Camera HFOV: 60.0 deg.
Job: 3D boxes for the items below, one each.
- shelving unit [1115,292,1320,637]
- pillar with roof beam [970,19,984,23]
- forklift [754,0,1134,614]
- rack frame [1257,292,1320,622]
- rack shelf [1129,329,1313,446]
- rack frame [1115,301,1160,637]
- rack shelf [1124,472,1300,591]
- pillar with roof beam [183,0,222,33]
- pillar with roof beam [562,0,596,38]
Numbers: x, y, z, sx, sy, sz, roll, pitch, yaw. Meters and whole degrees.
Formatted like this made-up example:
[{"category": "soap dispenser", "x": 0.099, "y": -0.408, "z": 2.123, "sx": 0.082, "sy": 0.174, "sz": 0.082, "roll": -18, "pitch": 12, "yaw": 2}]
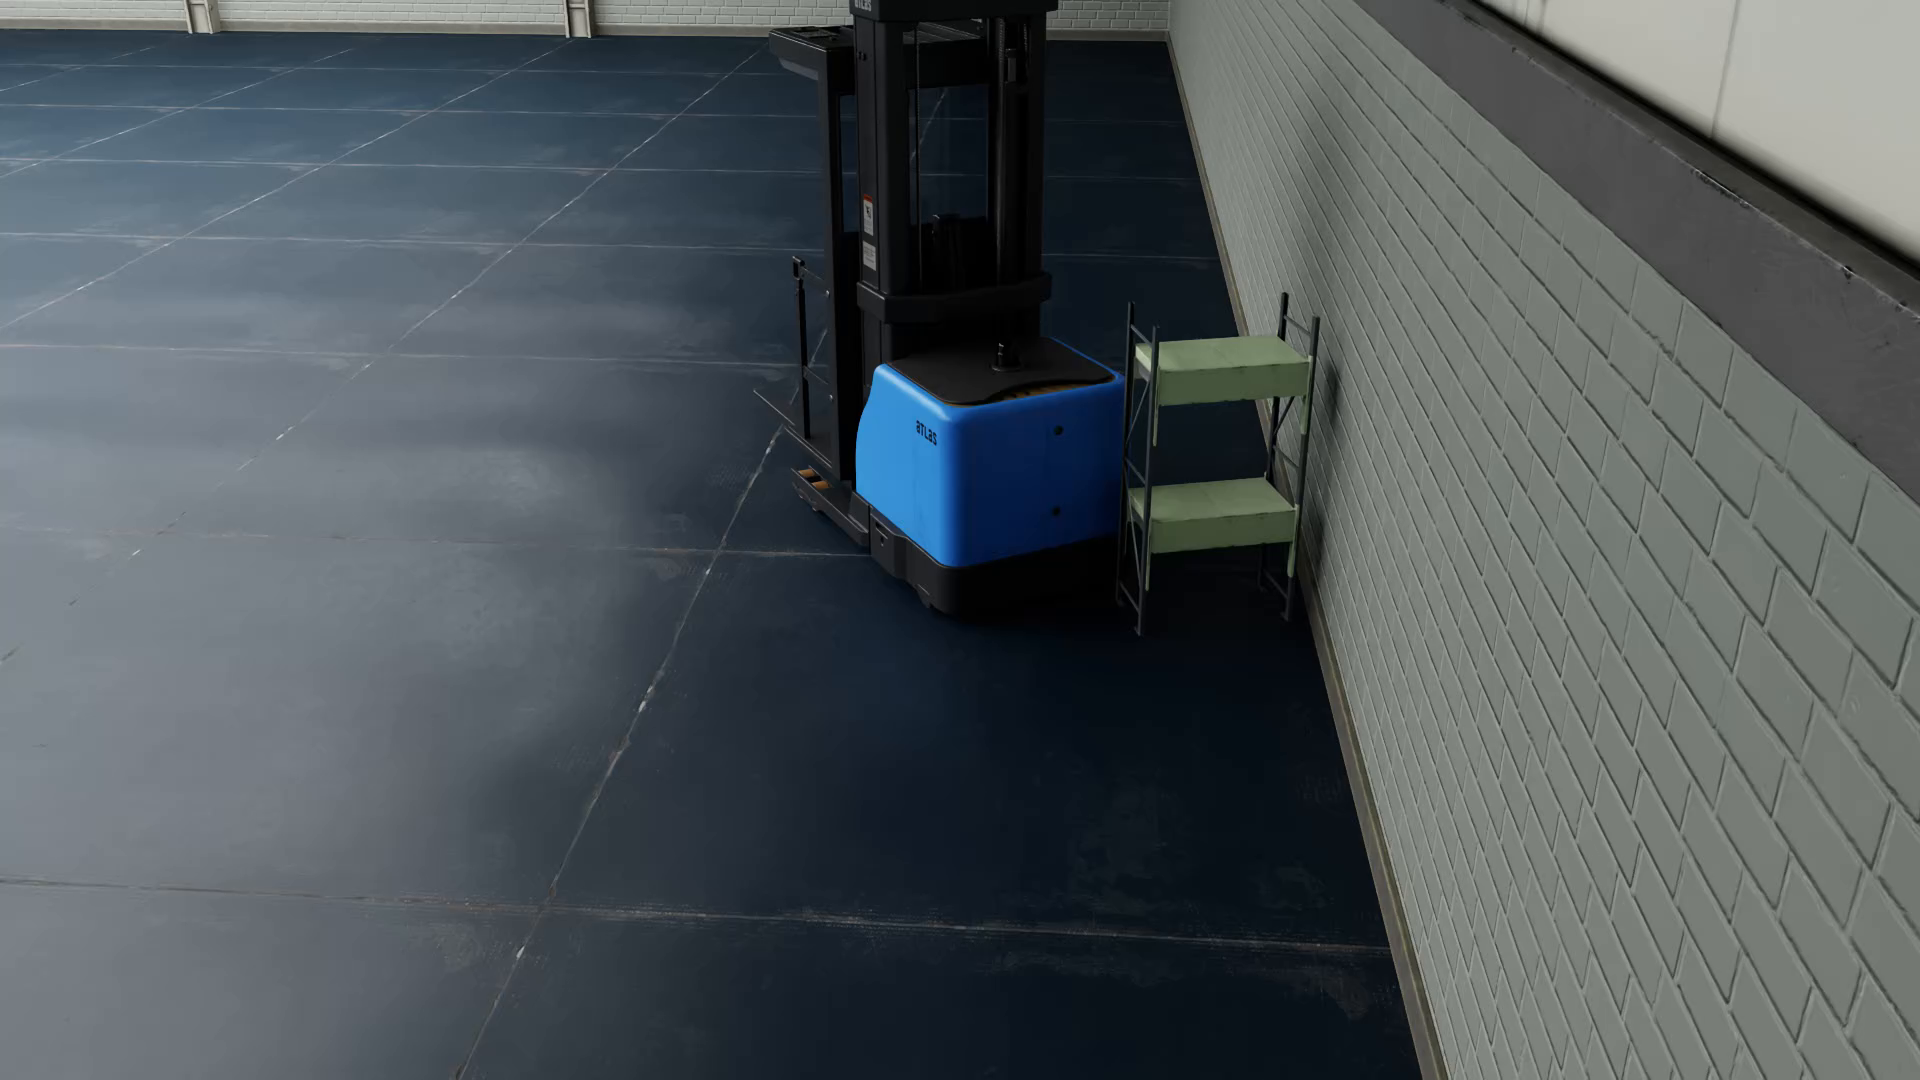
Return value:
[{"category": "shelving unit", "x": 1.168, "y": -0.343, "z": 7.701, "sx": 0.755, "sy": 1.500, "sz": 0.431, "roll": -5, "pitch": 25, "yaw": -11}, {"category": "pillar with roof beam", "x": -0.184, "y": -9.872, "z": 19.438, "sx": 0.400, "sy": 9.000, "sz": 9.100, "roll": 2, "pitch": 25, "yaw": 4}, {"category": "forklift", "x": -0.284, "y": -1.563, "z": 8.641, "sx": 1.130, "sy": 2.935, "sz": 3.031, "roll": -12, "pitch": 27, "yaw": -25}, {"category": "rack frame", "x": 1.527, "y": -0.374, "z": 7.768, "sx": 0.023, "sy": 1.500, "sz": 0.400, "roll": -5, "pitch": 25, "yaw": -11}, {"category": "rack shelf", "x": 1.168, "y": -0.697, "z": 7.538, "sx": 0.720, "sy": 0.370, "sz": 0.431, "roll": -5, "pitch": 25, "yaw": -11}, {"category": "rack frame", "x": 0.810, "y": -0.312, "z": 7.634, "sx": 0.023, "sy": 1.500, "sz": 0.400, "roll": -5, "pitch": 25, "yaw": -11}, {"category": "rack shelf", "x": 1.168, "y": -0.047, "z": 7.837, "sx": 0.720, "sy": 0.370, "sz": 0.431, "roll": -5, "pitch": 25, "yaw": -11}, {"category": "pillar with roof beam", "x": -12.148, "y": -10.256, "z": 20.273, "sx": 0.400, "sy": 9.000, "sz": 9.100, "roll": 2, "pitch": 25, "yaw": 4}, {"category": "pillar with roof beam", "x": -6.166, "y": -10.064, "z": 19.856, "sx": 0.400, "sy": 9.000, "sz": 9.100, "roll": 2, "pitch": 25, "yaw": 4}]
